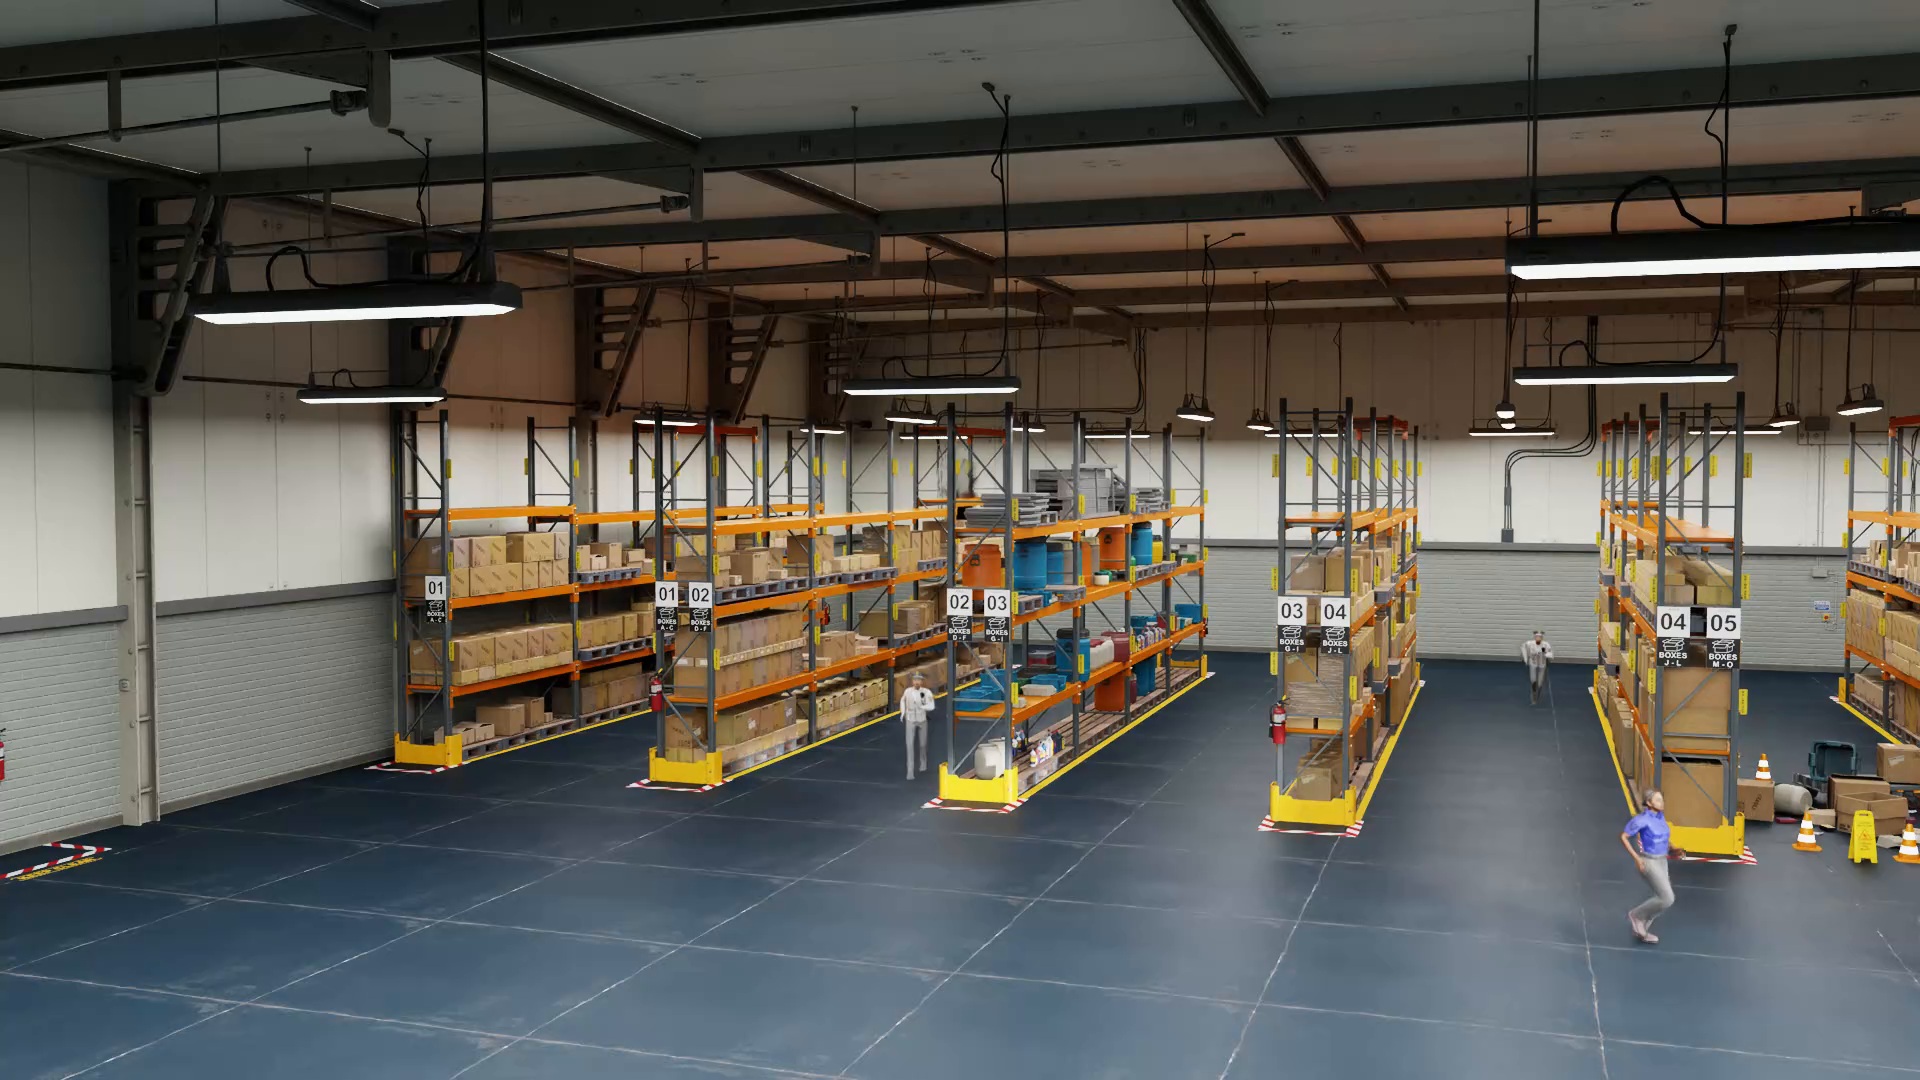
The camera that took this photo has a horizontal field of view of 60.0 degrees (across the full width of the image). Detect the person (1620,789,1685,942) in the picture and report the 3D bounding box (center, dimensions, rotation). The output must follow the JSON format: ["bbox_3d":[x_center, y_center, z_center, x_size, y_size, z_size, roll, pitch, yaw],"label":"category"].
[{"bbox_3d":[7.329,3.435,17.482,0.560,1.615,0.576,-2,3,-38],"label":"person"}]

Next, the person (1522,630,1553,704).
[{"bbox_3d":[12.148,2.685,35.008,0.599,1.606,0.767,1,3,14],"label":"person"}]

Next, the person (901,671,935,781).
[{"bbox_3d":[-0.693,2.987,27.019,0.587,1.742,0.807,0,2,4],"label":"person"}]
